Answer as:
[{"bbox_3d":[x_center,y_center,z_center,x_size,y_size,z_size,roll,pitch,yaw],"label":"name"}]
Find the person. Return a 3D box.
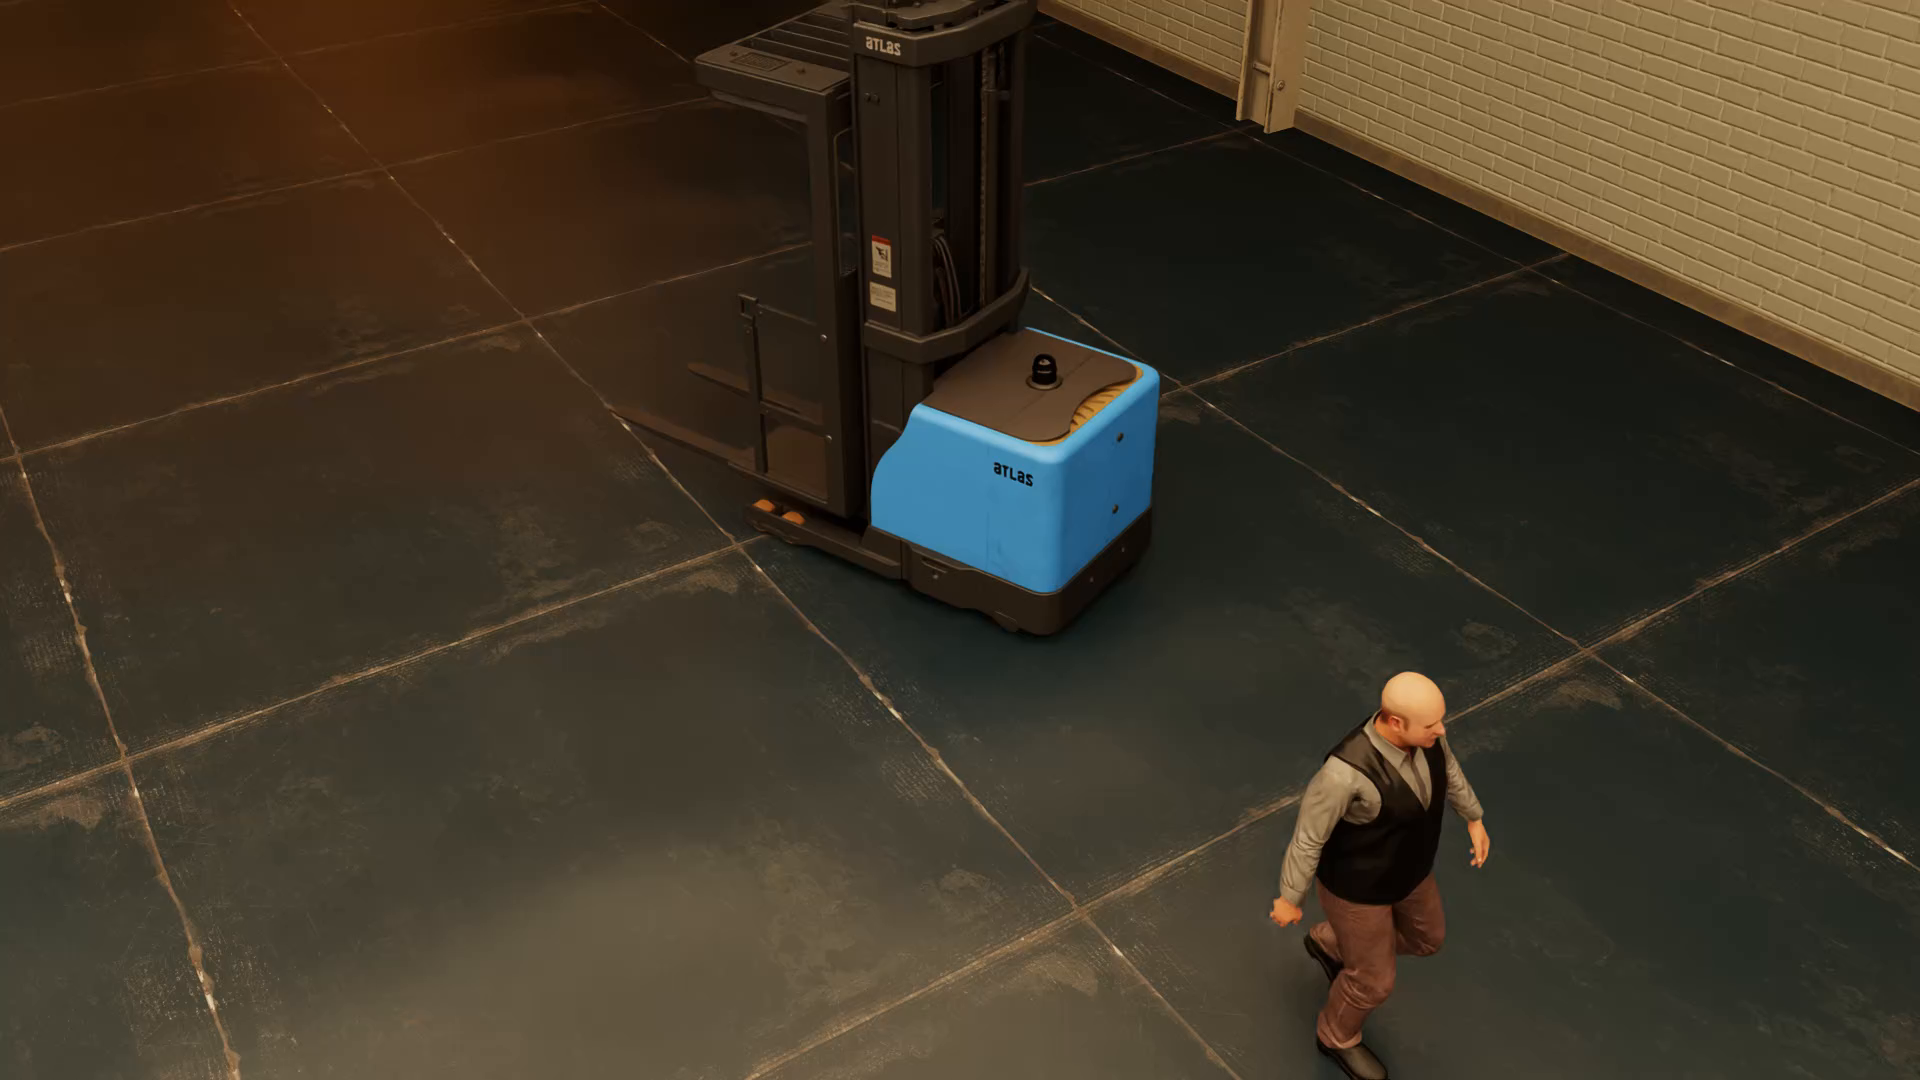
[{"bbox_3d":[1.396,1.111,5.637,0.517,1.703,0.741,29,44,35],"label":"person"}]

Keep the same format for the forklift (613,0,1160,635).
[{"bbox_3d":[-0.520,-1.407,8.150,3.031,2.935,1.130,22,41,28],"label":"forklift"}]
